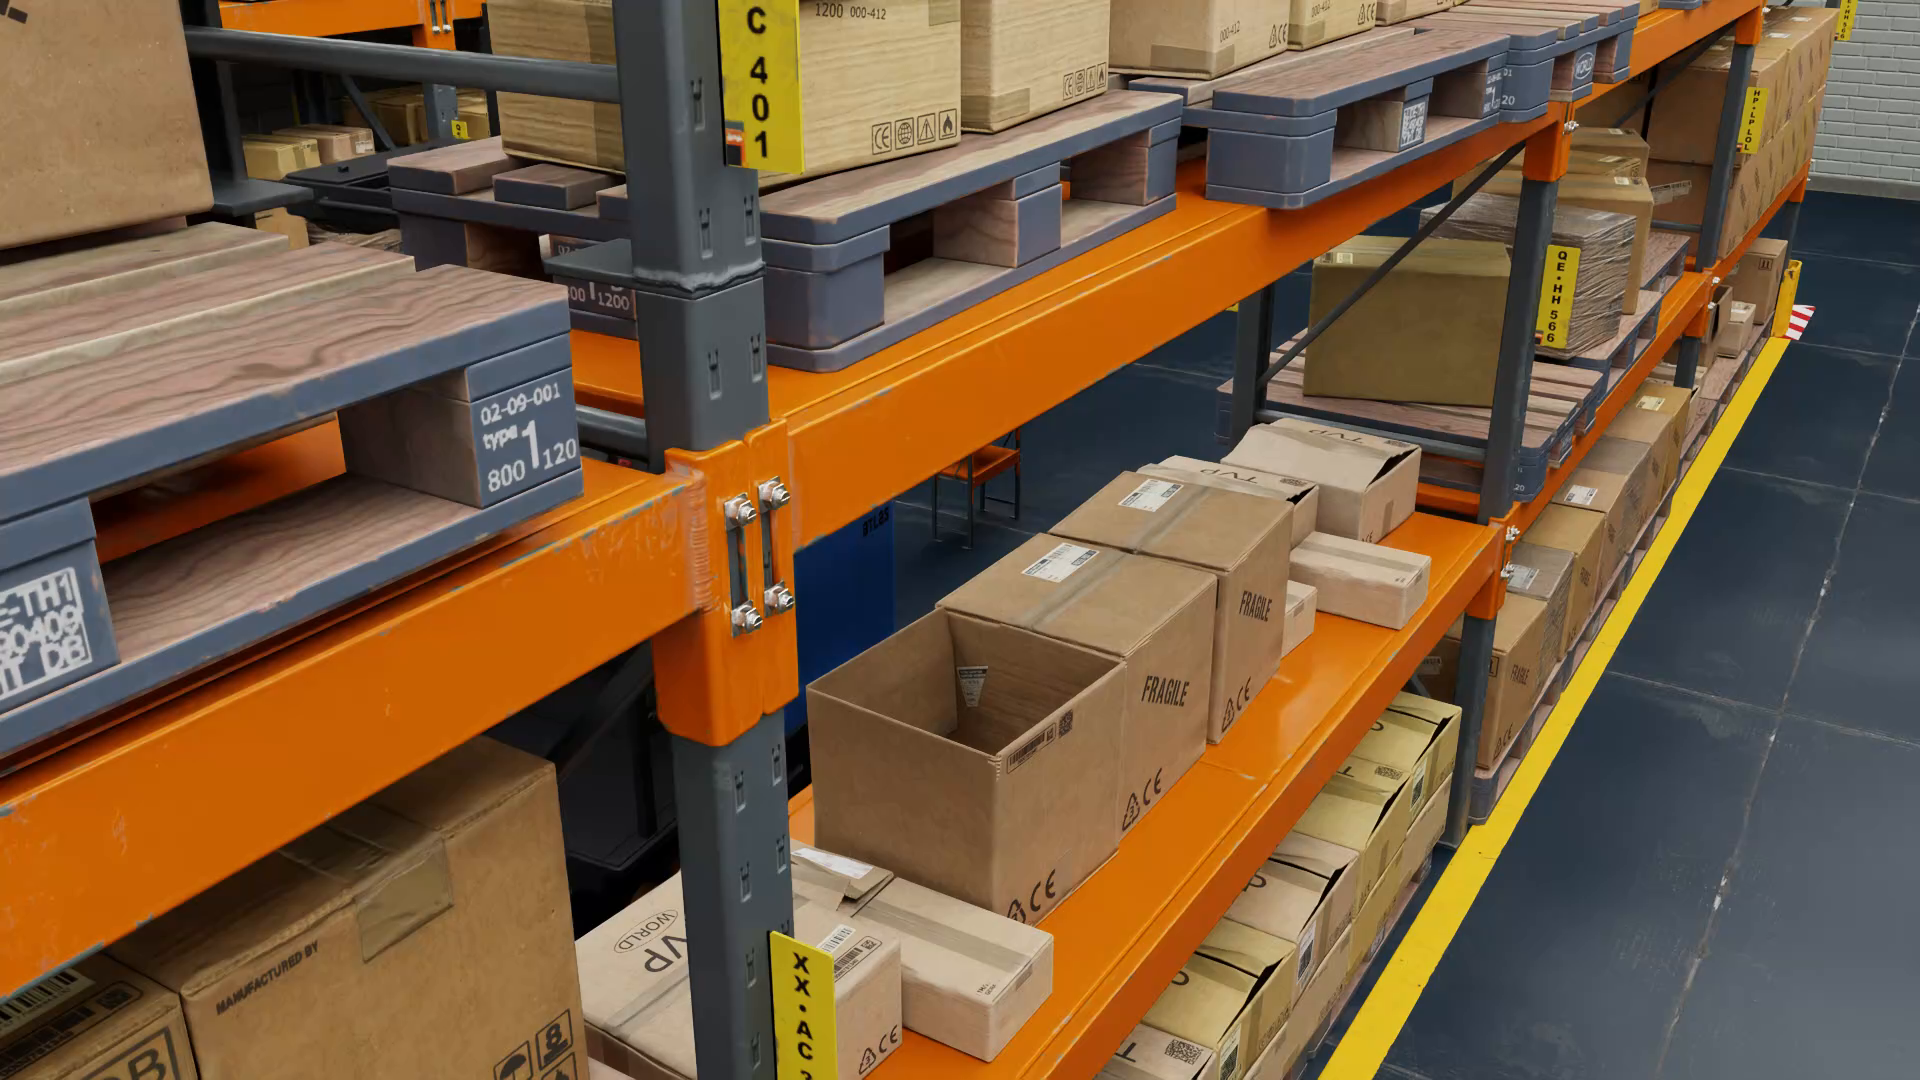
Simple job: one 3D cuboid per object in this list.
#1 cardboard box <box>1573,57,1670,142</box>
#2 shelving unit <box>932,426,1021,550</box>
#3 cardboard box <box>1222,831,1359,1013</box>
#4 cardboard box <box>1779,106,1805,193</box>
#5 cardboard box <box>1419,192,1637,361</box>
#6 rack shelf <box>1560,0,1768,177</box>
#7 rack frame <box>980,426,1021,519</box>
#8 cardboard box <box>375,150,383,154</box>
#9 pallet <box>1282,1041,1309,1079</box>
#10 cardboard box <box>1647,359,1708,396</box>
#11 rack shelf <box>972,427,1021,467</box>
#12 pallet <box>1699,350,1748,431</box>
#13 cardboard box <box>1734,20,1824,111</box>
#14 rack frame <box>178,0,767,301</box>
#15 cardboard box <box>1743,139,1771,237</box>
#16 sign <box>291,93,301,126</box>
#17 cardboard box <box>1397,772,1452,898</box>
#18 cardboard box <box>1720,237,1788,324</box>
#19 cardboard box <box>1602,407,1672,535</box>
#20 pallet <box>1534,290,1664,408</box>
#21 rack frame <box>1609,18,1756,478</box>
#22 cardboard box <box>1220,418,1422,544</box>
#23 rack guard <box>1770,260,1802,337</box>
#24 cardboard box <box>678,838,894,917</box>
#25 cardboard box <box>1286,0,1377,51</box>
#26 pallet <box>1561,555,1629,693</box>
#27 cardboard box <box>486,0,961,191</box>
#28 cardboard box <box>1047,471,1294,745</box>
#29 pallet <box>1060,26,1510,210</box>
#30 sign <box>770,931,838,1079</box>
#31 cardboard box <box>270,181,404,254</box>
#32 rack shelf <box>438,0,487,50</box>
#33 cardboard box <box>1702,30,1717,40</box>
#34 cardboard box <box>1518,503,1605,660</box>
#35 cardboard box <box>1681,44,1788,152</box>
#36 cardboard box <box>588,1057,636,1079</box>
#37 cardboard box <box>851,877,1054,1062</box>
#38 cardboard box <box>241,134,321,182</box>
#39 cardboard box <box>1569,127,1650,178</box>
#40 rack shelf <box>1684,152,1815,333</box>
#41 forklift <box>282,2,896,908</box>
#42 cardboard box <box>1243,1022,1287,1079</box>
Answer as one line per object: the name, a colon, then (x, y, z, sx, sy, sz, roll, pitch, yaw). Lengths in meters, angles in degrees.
cardboard box: (3.588, -2.438, 9.222, 0.500, 0.500, 0.500, 14, 27, 29)
shelving unit: (0.087, -0.606, 8.641, 0.258, 1.200, 0.503, 14, 27, 29)
cardboard box: (0.827, 1.028, 4.825, 0.500, 0.311, 0.500, 14, 27, 29)
cardboard box: (5.108, -2.553, 10.746, 0.500, 0.500, 0.500, 14, 27, 29)
cardboard box: (2.312, -1.102, 6.865, 0.700, 0.500, 0.500, 20, 31, 39)
rack shelf: (2.486, -2.080, 6.908, 1.077, 0.370, 4.000, 14, 27, 29)
rack frame: (0.216, -0.689, 8.831, 0.240, 1.200, 0.015, 14, 27, 29)
cardboard box: (-2.754, -1.801, 8.610, 0.500, 0.500, 0.500, 14, 27, 29)
pallet: (0.319, 1.601, 4.786, 1.003, 0.211, 1.213, 14, 27, 29)
cardboard box: (4.394, -1.000, 10.298, 0.380, 0.166, 0.250, 14, 27, 29)
rack shelf: (0.087, -0.545, 8.667, 0.258, 0.148, 0.480, 14, 27, 29)
pallet: (4.547, -1.074, 10.964, 1.003, 0.211, 1.213, 14, 27, 29)
cardboard box: (5.115, -3.009, 10.540, 0.500, 0.500, 0.500, 15, 27, 30)
rack frame: (-0.679, -1.761, 1.492, 1.000, 3.000, 0.127, 14, 27, 29)
cardboard box: (4.309, -2.043, 9.567, 0.500, 0.500, 0.500, 14, 27, 30)
sign: (-3.252, -2.042, 8.233, 0.100, 0.325, 0.005, 14, 27, 29)
cardboard box: (1.361, 0.940, 5.737, 0.500, 0.250, 0.500, 15, 27, 30)
cardboard box: (5.574, -1.878, 11.905, 0.500, 0.500, 0.500, 14, 27, 29)
cardboard box: (3.256, -0.371, 8.425, 0.500, 0.500, 0.500, 14, 27, 29)
pallet: (2.453, -0.928, 7.359, 1.003, 0.211, 1.213, 14, 27, 29)
rack frame: (3.541, -1.708, 8.921, 1.000, 3.000, 0.127, 14, 27, 29)
cardboard box: (1.202, -0.204, 5.557, 0.500, 0.311, 0.500, 16, 28, 32)
rack guard: (5.611, -1.886, 12.476, 1.175, 0.500, 0.348, 14, 27, 29)
cardboard box: (-0.371, 0.718, 3.484, 0.396, 0.266, 0.258, 13, 27, 28)
cardboard box: (0.667, -1.322, 3.913, 0.500, 0.250, 0.500, 13, 27, 28)
pallet: (2.502, 0.267, 7.867, 1.003, 0.211, 1.213, 14, 27, 29)
cardboard box: (-0.346, -0.715, 2.510, 0.500, 0.250, 0.500, 17, 29, 34)
cardboard box: (0.560, 0.166, 4.466, 0.500, 0.500, 0.500, 12, 26, 26)
pallet: (0.562, -1.022, 3.798, 1.003, 0.211, 1.213, 15, 28, 31)
sign: (-0.206, 0.674, 2.228, 0.100, 0.325, 0.005, 14, 27, 29)
cardboard box: (-3.019, -1.482, 7.718, 0.700, 0.500, 0.500, 11, 26, 23)
rack shelf: (-1.724, -3.117, 9.303, 1.077, 0.370, 4.000, 14, 27, 29)
cardboard box: (4.388, -2.951, 10.407, 0.500, 0.500, 0.500, 14, 27, 28)
cardboard box: (2.454, 0.147, 7.227, 0.500, 0.500, 0.500, 13, 27, 28)
cardboard box: (4.301, -2.487, 9.336, 0.500, 0.500, 0.500, 13, 27, 27)
cardboard box: (-0.640, 0.785, 2.219, 0.380, 0.149, 0.250, 14, 27, 29)
cardboard box: (-0.038, 0.851, 3.325, 0.380, 0.149, 0.250, 14, 27, 29)
cardboard box: (-3.093, -1.706, 7.419, 0.380, 0.149, 0.250, 9, 25, 20)
cardboard box: (3.101, -1.834, 8.556, 0.700, 0.500, 0.500, 5, 24, 11)
rack shelf: (4.596, -2.053, 10.623, 1.077, 0.370, 4.000, 14, 27, 29)
forklift: (-1.367, -0.212, 5.549, 1.130, 2.935, 3.031, 11, 26, 24)
cardboard box: (0.555, 1.458, 4.540, 0.500, 0.250, 0.500, 14, 27, 30)
